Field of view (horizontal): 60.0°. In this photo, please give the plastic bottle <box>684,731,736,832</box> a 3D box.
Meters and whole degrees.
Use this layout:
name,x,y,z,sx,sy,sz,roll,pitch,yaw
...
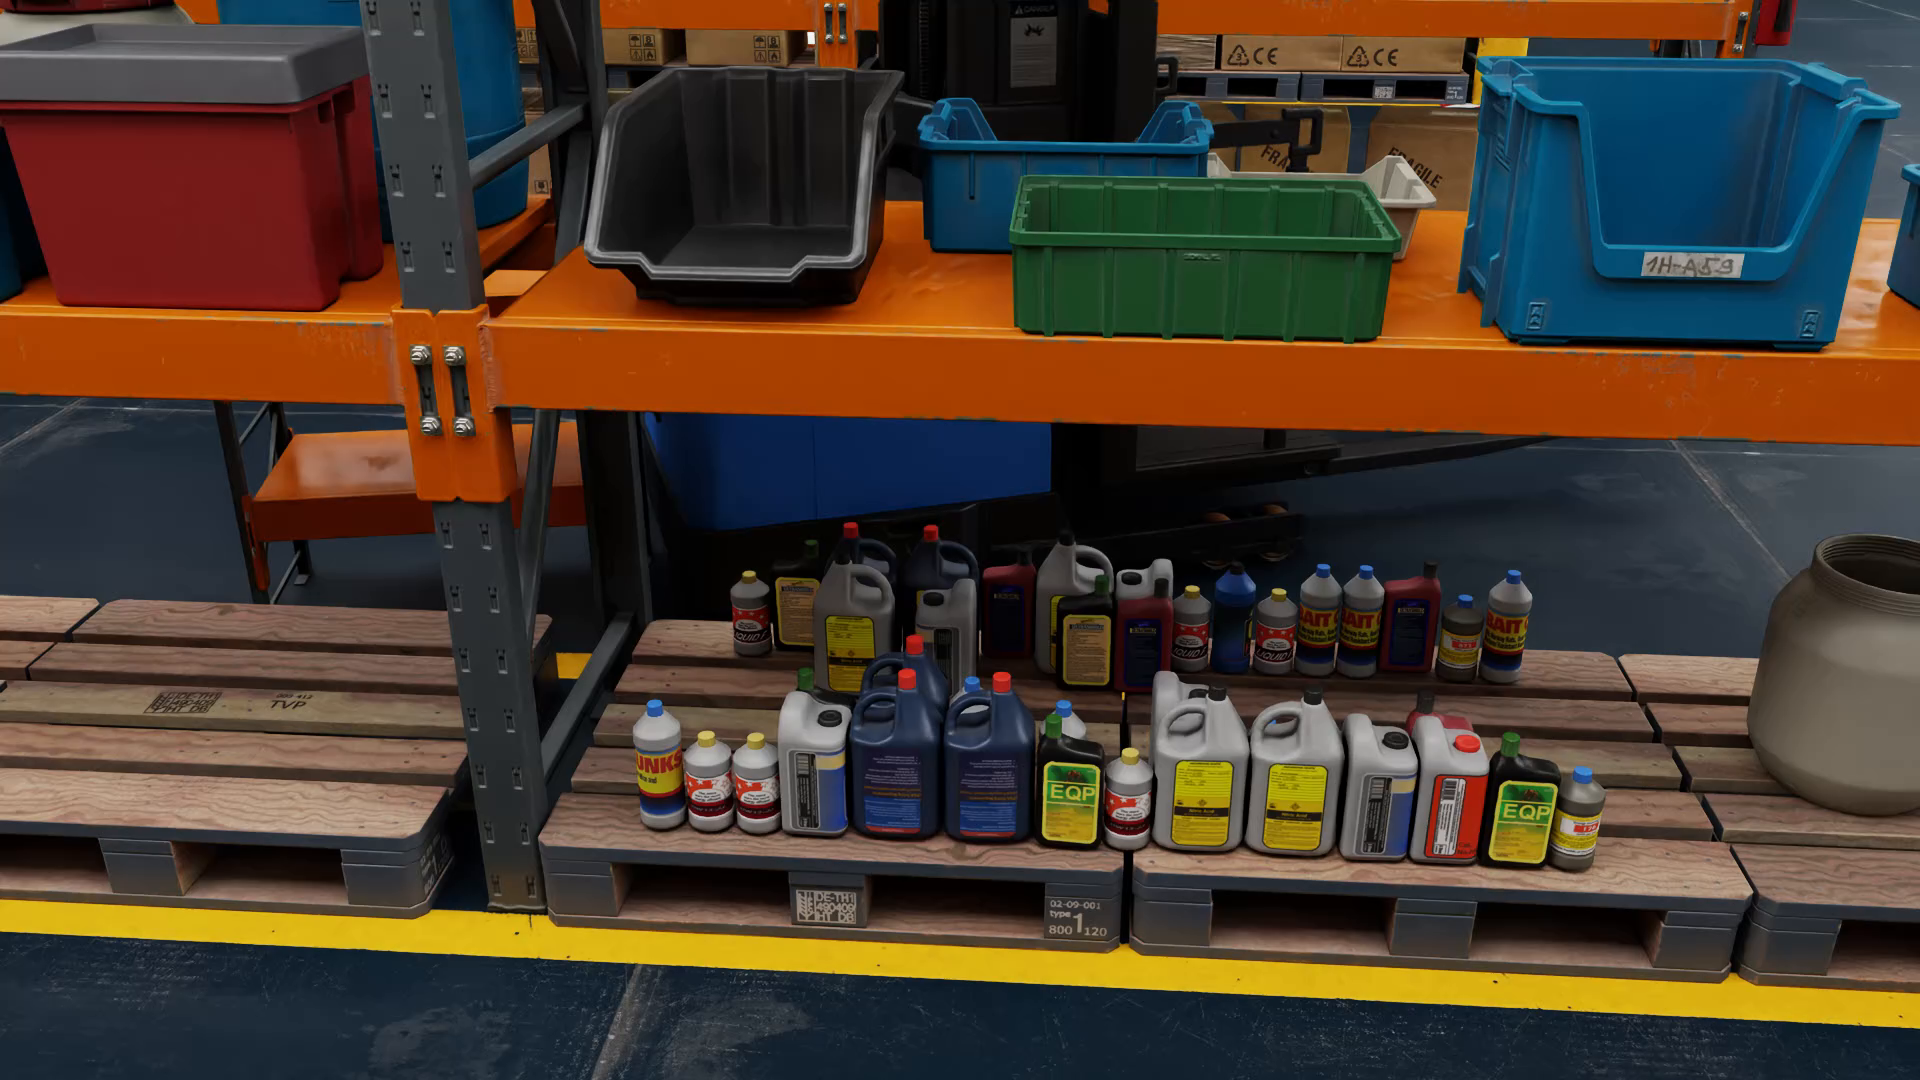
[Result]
name,x,y,z,sx,sy,sz,roll,pitch,yaw
plastic bottle,-0.516,0.488,3.423,0.097,0.201,0.097,0,25,0

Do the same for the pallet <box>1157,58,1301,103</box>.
name,x,y,z,sx,sy,sz,roll,pitch,yaw
pallet,1.930,-3.546,12.704,1.213,0.211,1.003,2,25,4

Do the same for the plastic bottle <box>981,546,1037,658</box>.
name,x,y,z,sx,sy,sz,roll,pitch,yaw
plastic bottle,0.120,0.149,4.061,0.133,0.283,0.061,3,25,8

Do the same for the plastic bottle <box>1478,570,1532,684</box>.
name,x,y,z,sx,sy,sz,roll,pitch,yaw
plastic bottle,1.303,0.200,3.964,0.097,0.271,0.097,0,25,0

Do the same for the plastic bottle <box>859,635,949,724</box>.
name,x,y,z,sx,sy,sz,roll,pitch,yaw
plastic bottle,-0.117,0.363,3.516,0.185,0.351,0.144,2,25,4

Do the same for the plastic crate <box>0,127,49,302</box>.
name,x,y,z,sx,sy,sz,roll,pitch,yaw
plastic crate,-2.025,-0.678,3.154,0.575,0.384,0.392,2,25,4

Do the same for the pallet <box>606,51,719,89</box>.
name,x,y,z,sx,sy,sz,roll,pitch,yaw
pallet,-2.037,-3.672,12.978,1.213,0.211,1.003,2,25,4

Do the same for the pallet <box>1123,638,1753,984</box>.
name,x,y,z,sx,sy,sz,roll,pitch,yaw
pallet,0.985,0.564,3.772,1.213,0.211,1.003,2,25,4

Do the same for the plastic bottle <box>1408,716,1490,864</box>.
name,x,y,z,sx,sy,sz,roll,pitch,yaw
plastic bottle,0.973,0.490,3.328,0.135,0.276,0.152,2,25,4

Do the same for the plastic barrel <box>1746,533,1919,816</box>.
name,x,y,z,sx,sy,sz,roll,pitch,yaw
plastic barrel,1.925,0.283,3.521,0.421,0.512,0.421,0,25,0

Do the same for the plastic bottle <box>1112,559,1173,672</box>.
name,x,y,z,sx,sy,sz,roll,pitch,yaw
plastic bottle,0.438,0.182,3.999,0.135,0.276,0.152,2,25,5

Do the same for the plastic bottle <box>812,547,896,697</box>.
name,x,y,z,sx,sy,sz,roll,pitch,yaw
plastic bottle,-0.248,0.184,3.903,0.185,0.351,0.144,2,25,4

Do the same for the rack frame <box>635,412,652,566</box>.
name,x,y,z,sx,sy,sz,roll,pitch,yaw
rack frame,-0.942,-0.373,4.715,0.032,1.125,0.500,-3,25,-7

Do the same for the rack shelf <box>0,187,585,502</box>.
name,x,y,z,sx,sy,sz,roll,pitch,yaw
rack shelf,-2.896,-0.517,3.645,4.000,0.370,1.077,2,25,4

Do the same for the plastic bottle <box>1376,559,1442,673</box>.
name,x,y,z,sx,sy,sz,roll,pitch,yaw
plastic bottle,1.079,0.180,3.994,0.133,0.283,0.061,2,25,5

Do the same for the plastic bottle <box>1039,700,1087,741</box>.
name,x,y,z,sx,sy,sz,roll,pitch,yaw
plastic bottle,0.209,0.454,3.413,0.097,0.271,0.097,0,25,0

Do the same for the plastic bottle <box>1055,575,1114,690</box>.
name,x,y,z,sx,sy,sz,roll,pitch,yaw
plastic bottle,0.294,0.215,3.918,0.133,0.283,0.061,2,25,4

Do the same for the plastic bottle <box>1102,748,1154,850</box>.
name,x,y,z,sx,sy,sz,roll,pitch,yaw
plastic bottle,0.340,0.515,3.363,0.097,0.201,0.097,0,25,0

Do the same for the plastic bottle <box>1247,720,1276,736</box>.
name,x,y,z,sx,sy,sz,roll,pitch,yaw
plastic bottle,0.635,0.464,3.474,0.097,0.201,0.097,0,25,0

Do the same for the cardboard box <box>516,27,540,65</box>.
name,x,y,z,sx,sy,sz,roll,pitch,yaw
cardboard box,-3.430,-4.148,12.865,0.750,0.750,1.050,2,25,3

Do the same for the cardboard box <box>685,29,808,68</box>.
name,x,y,z,sx,sy,sz,roll,pitch,yaw
cardboard box,-1.629,-4.092,12.742,0.750,0.750,1.050,2,25,4

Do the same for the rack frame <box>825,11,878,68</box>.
name,x,y,z,sx,sy,sz,roll,pitch,yaw
rack frame,-0.522,-2.844,7.842,0.127,3.000,1.000,2,25,4

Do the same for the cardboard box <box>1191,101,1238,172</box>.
name,x,y,z,sx,sy,sz,roll,pitch,yaw
cardboard box,1.070,-1.867,8.208,0.500,0.500,0.500,0,25,-1

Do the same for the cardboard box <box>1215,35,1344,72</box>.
name,x,y,z,sx,sy,sz,roll,pitch,yaw
cardboard box,2.388,-4.027,12.453,0.875,0.875,0.875,1,25,3

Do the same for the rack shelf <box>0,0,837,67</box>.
name,x,y,z,sx,sy,sz,roll,pitch,yaw
rack shelf,-2.516,-2.581,8.132,4.000,0.370,1.077,2,25,4

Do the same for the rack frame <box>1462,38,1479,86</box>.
name,x,y,z,sx,sy,sz,roll,pitch,yaw
rack frame,3.947,-4.780,12.050,0.127,3.000,1.000,2,25,4

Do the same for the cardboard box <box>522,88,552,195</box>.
name,x,y,z,sx,sy,sz,roll,pitch,yaw
cardboard box,-2.165,-1.978,8.424,0.500,0.500,0.700,0,25,-1

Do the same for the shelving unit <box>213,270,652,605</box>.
name,x,y,z,sx,sy,sz,roll,pitch,yaw
shelving unit,-1.446,-0.345,4.654,1.048,1.125,0.538,-3,25,-7

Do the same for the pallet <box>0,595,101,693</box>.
name,x,y,z,sx,sy,sz,roll,pitch,yaw
pallet,-2.907,0.440,4.041,1.213,0.211,1.003,2,25,4

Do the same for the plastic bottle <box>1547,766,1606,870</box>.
name,x,y,z,sx,sy,sz,roll,pitch,yaw
plastic bottle,1.222,0.544,3.301,0.097,0.201,0.097,0,25,0

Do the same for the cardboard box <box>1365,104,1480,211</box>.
name,x,y,z,sx,sy,sz,roll,pitch,yaw
cardboard box,2.246,-1.803,8.068,0.500,0.500,0.500,8,26,18

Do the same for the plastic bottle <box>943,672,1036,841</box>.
name,x,y,z,sx,sy,sz,roll,pitch,yaw
plastic bottle,0.060,0.429,3.372,0.185,0.351,0.144,1,25,2

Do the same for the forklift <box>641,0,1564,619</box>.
name,x,y,z,sx,sy,sz,roll,pitch,yaw
forklift,0.546,-1.449,4.892,3.031,2.935,1.130,-7,26,-15

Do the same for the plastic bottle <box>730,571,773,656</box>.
name,x,y,z,sx,sy,sz,roll,pitch,yaw
plastic bottle,-0.516,0.173,4.106,0.097,0.201,0.097,0,25,0

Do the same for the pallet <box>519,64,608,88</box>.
name,x,y,z,sx,sy,sz,roll,pitch,yaw
pallet,-3.250,-3.713,13.066,1.213,0.211,1.003,2,25,4

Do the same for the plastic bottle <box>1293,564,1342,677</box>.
name,x,y,z,sx,sy,sz,roll,pitch,yaw
plastic bottle,0.861,0.186,3.995,0.097,0.271,0.097,0,25,0

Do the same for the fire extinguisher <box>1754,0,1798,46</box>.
name,x,y,z,sx,sy,sz,roll,pitch,yaw
fire extinguisher,3.545,-2.485,7.155,0.183,0.674,0.296,2,25,4

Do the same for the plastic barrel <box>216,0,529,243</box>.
name,x,y,z,sx,sy,sz,roll,pitch,yaw
plastic barrel,-1.263,-1.146,3.552,0.708,0.901,0.600,2,25,4

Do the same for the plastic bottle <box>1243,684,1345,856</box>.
name,x,y,z,sx,sy,sz,roll,pitch,yaw
plastic bottle,0.669,0.448,3.330,0.185,0.351,0.144,3,25,6

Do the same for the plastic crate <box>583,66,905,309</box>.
name,x,y,z,sx,sy,sz,roll,pitch,yaw
plastic crate,-0.389,-0.682,3.217,0.504,0.338,0.767,2,25,4

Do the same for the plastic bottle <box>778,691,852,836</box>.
name,x,y,z,sx,sy,sz,roll,pitch,yaw
plastic bottle,-0.293,0.450,3.416,0.135,0.276,0.152,3,25,6

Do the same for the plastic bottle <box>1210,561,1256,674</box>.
name,x,y,z,sx,sy,sz,roll,pitch,yaw
plastic bottle,0.659,0.179,4.009,0.097,0.271,0.097,0,25,0

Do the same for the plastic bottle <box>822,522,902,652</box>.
name,x,y,z,sx,sy,sz,roll,pitch,yaw
plastic bottle,-0.237,0.124,4.034,0.185,0.351,0.144,1,25,3

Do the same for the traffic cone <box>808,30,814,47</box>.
name,x,y,z,sx,sy,sz,roll,pitch,yaw
traffic cone,-1.263,-4.428,14.319,0.334,0.463,0.336,2,25,4

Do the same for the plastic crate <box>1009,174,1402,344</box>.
name,x,y,z,sx,sy,sz,roll,pitch,yaw
plastic crate,0.430,-0.522,3.050,0.662,0.188,0.450,2,25,4

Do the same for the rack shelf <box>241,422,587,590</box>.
name,x,y,z,sx,sy,sz,roll,pitch,yaw
rack shelf,-1.446,-0.123,4.757,1.000,0.278,0.538,-3,25,-7

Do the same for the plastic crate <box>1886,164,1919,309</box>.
name,x,y,z,sx,sy,sz,roll,pitch,yaw
plastic crate,1.918,-0.499,2.923,0.408,0.251,0.499,2,25,4
